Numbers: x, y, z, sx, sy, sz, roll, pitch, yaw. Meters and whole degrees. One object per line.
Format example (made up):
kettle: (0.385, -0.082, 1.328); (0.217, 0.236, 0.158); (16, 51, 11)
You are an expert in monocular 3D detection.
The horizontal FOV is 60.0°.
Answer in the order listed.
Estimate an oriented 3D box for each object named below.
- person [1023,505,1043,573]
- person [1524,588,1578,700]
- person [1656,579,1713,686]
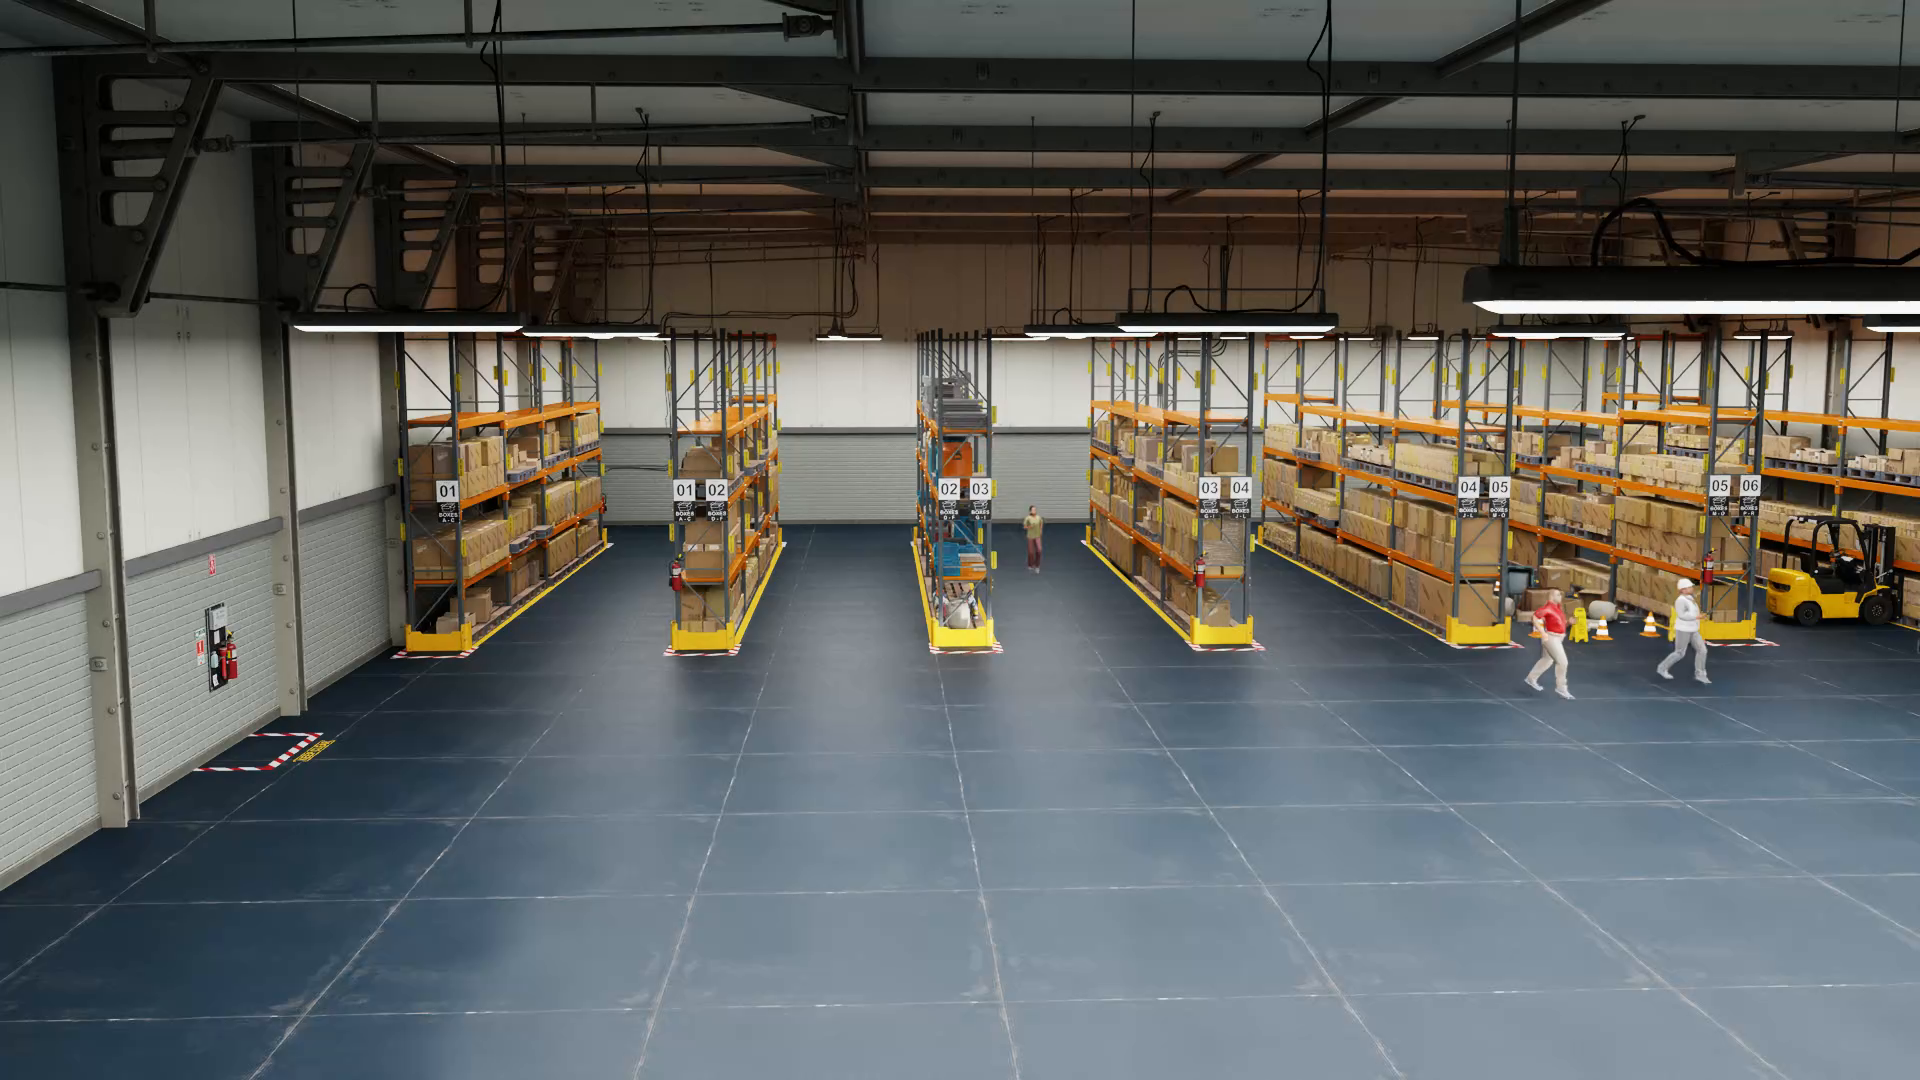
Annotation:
person: (1.854, -0.020, 41.753); (0.558, 1.708, 0.669); (-1, 7, -10)
person: (9.648, 1.679, 27.091); (0.808, 1.786, 0.640); (4, 8, 31)
person: (12.294, 1.545, 28.108); (0.659, 1.799, 0.877); (-6, 9, -43)
